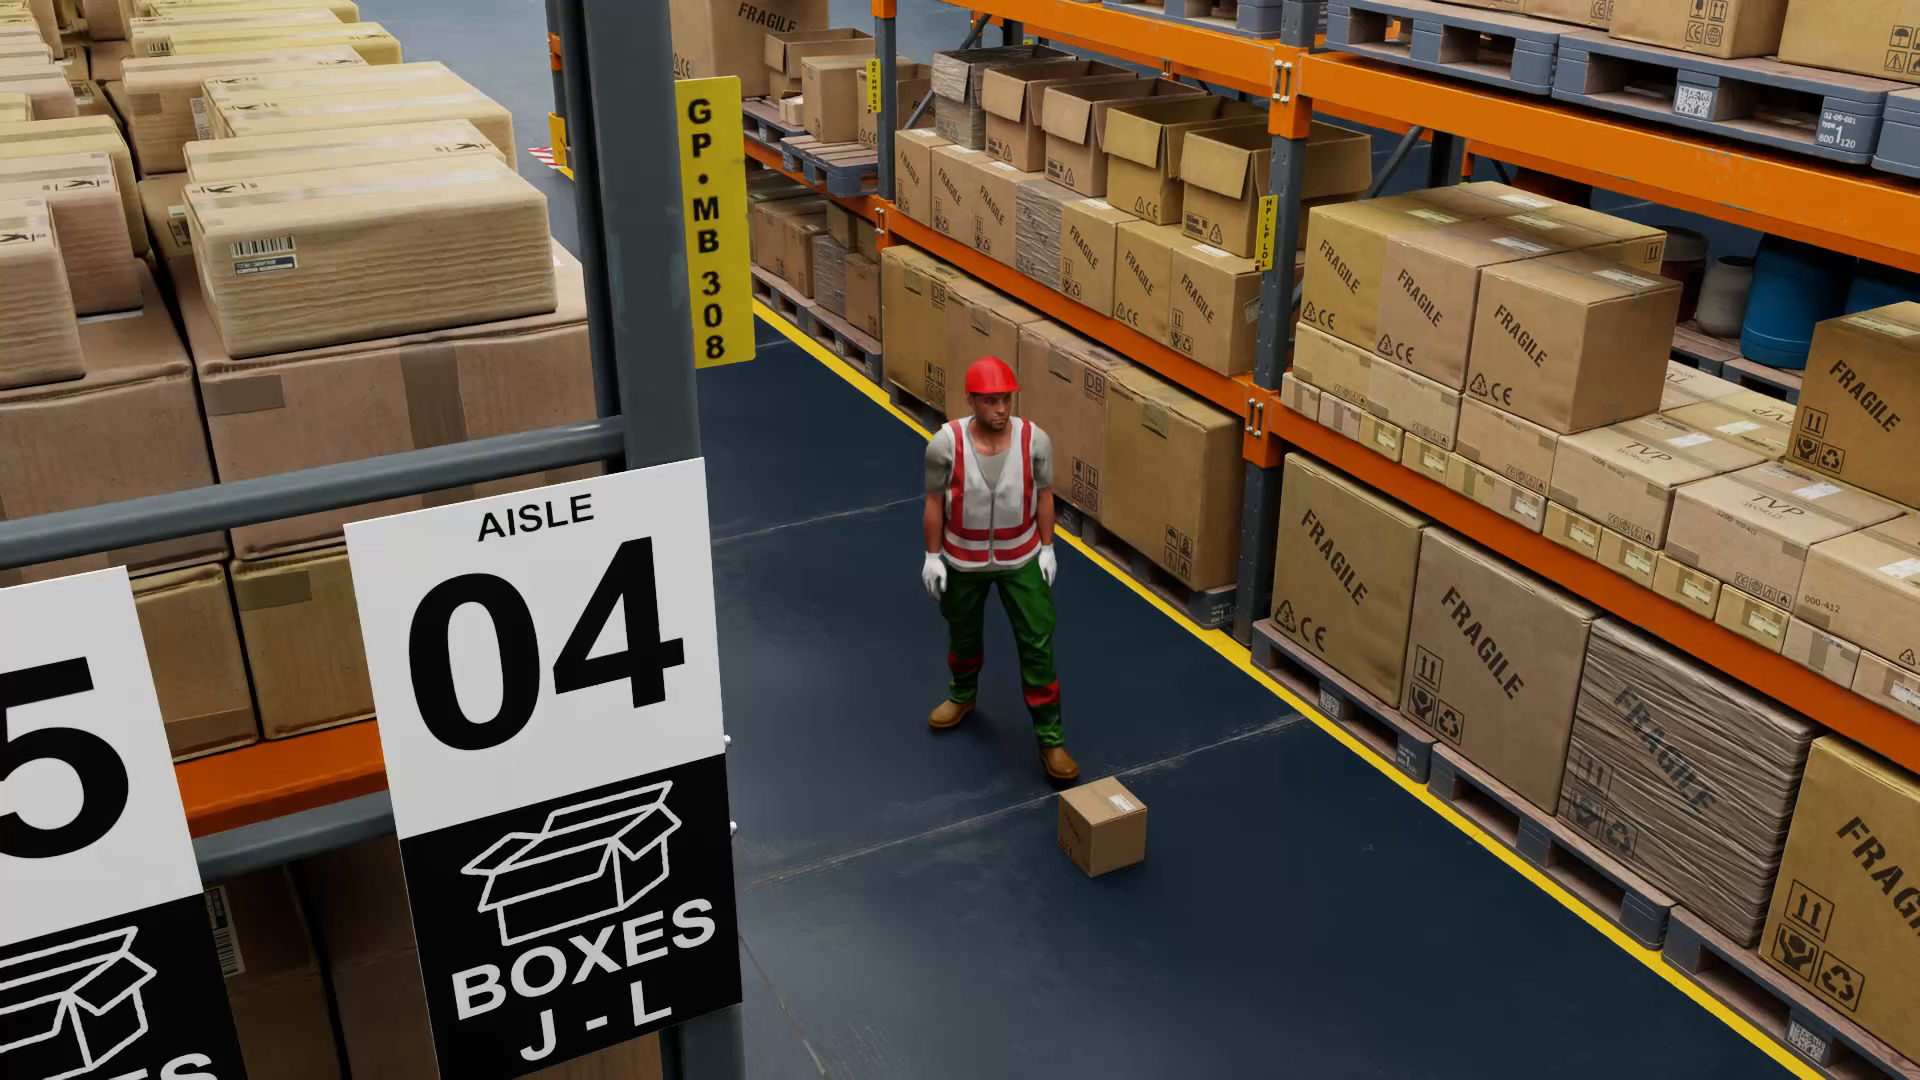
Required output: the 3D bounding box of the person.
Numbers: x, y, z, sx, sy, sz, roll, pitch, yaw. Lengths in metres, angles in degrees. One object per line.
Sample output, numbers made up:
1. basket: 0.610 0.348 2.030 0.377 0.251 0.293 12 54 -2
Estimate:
1. person: 0.167 0.092 6.846 0.648 1.766 0.739 -1 25 -1
